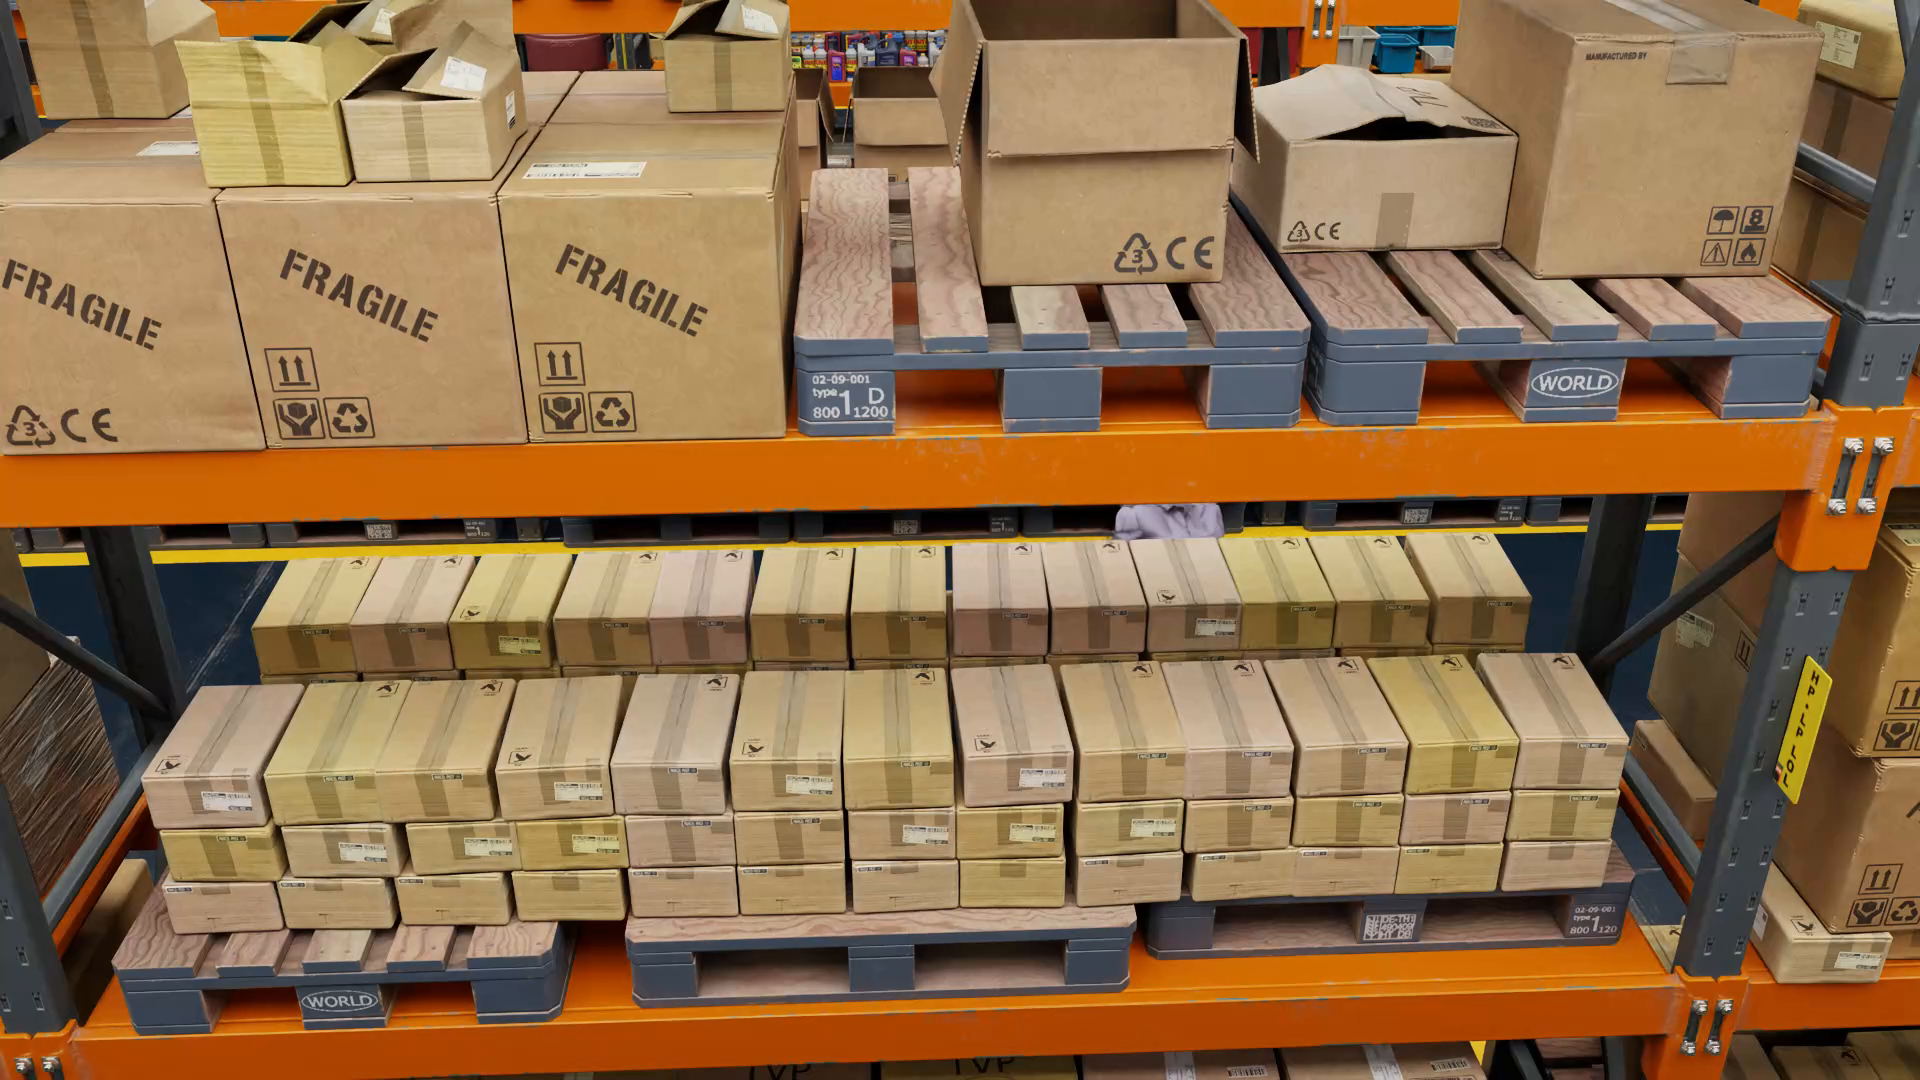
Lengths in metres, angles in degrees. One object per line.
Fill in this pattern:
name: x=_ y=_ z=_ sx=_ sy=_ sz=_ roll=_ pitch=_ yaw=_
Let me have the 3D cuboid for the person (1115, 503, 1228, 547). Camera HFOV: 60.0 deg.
person: x=0.831 y=0.325 z=6.520 sx=0.482 sy=1.615 sz=0.840 roll=-18 pitch=33 yaw=-31
